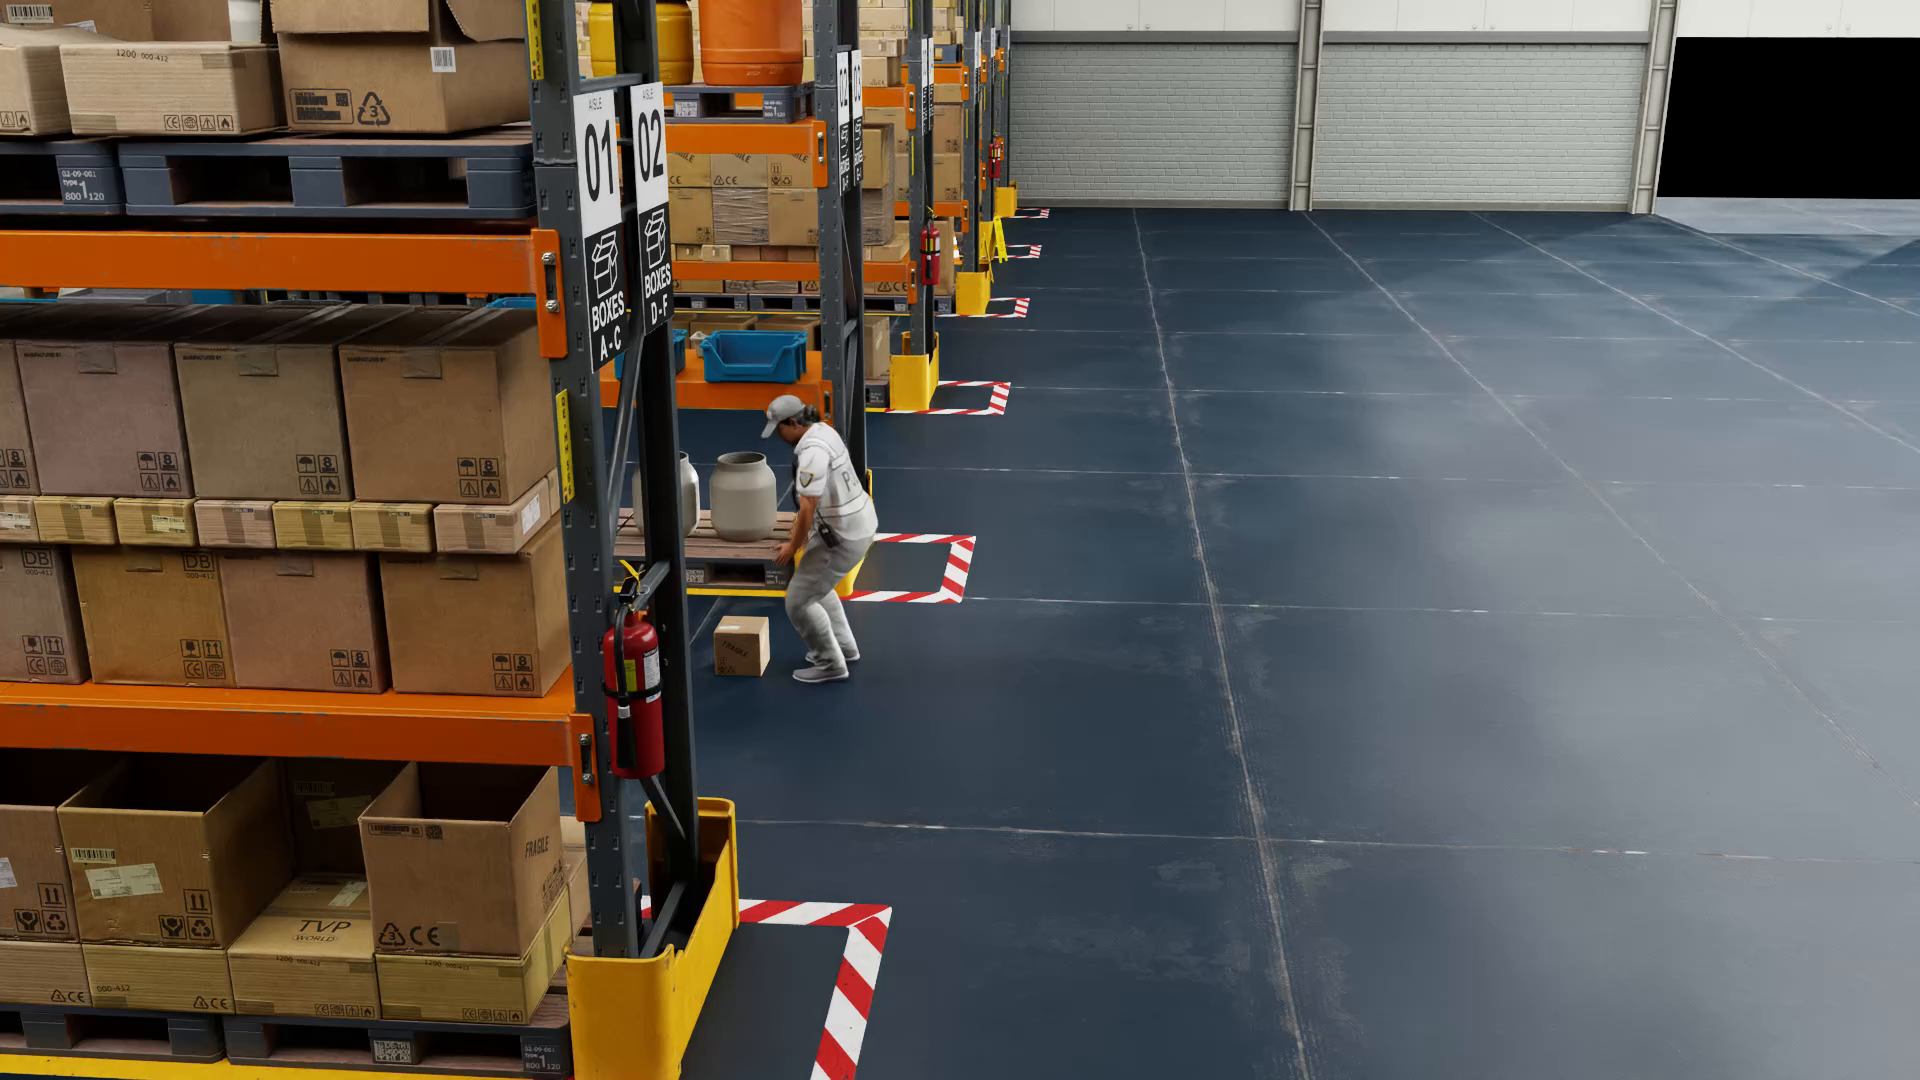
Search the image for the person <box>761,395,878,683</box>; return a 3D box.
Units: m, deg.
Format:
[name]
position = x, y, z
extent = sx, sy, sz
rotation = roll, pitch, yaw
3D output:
[person]
position = -0.739, -0.011, 8.807
extent = 0.591, 1.541, 0.519
rotation = 2, 18, 5
